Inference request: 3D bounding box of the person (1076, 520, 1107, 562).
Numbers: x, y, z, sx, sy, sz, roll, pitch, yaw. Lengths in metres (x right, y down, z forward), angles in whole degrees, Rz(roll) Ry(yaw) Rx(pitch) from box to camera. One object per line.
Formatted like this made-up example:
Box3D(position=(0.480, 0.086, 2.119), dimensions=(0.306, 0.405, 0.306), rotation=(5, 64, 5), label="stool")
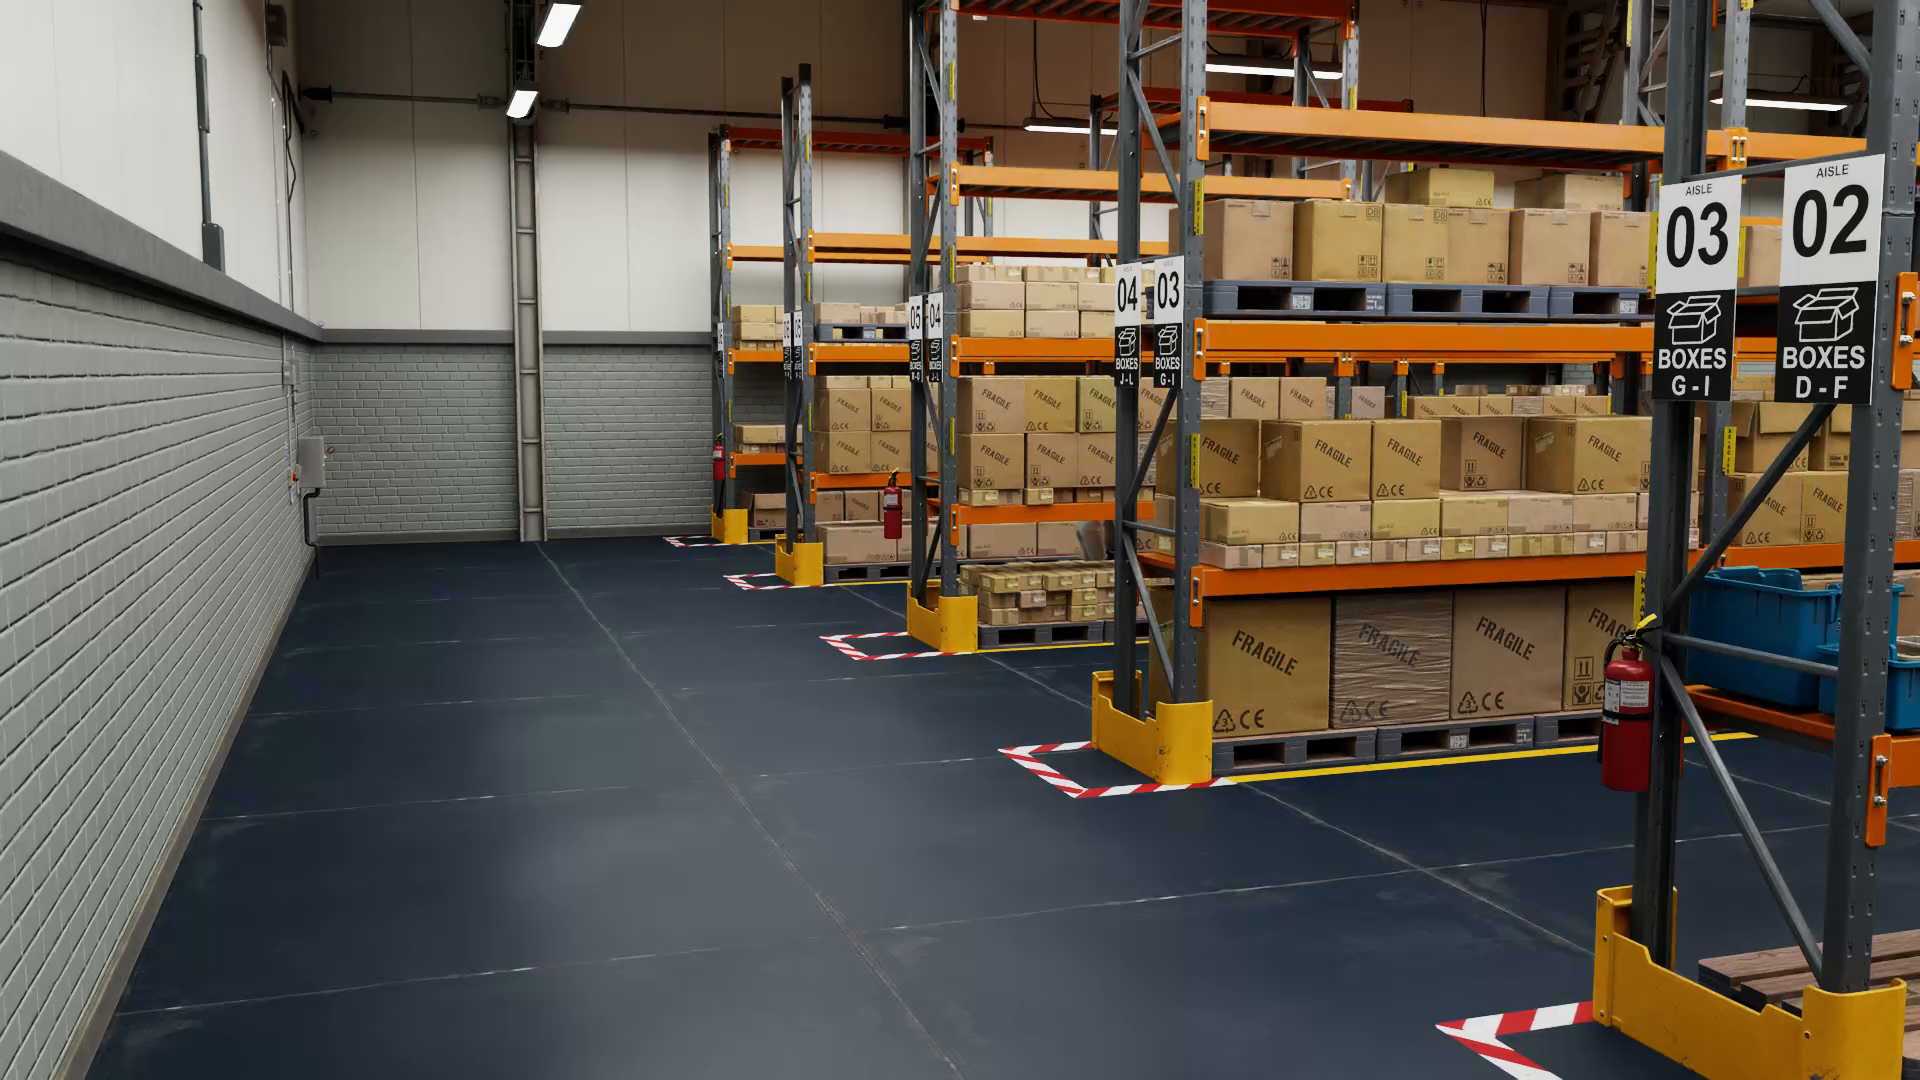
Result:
Box3D(position=(1.378, -0.083, 17.475), dimensions=(0.350, 1.657, 0.451), rotation=(-1, 6, -11), label="person")
